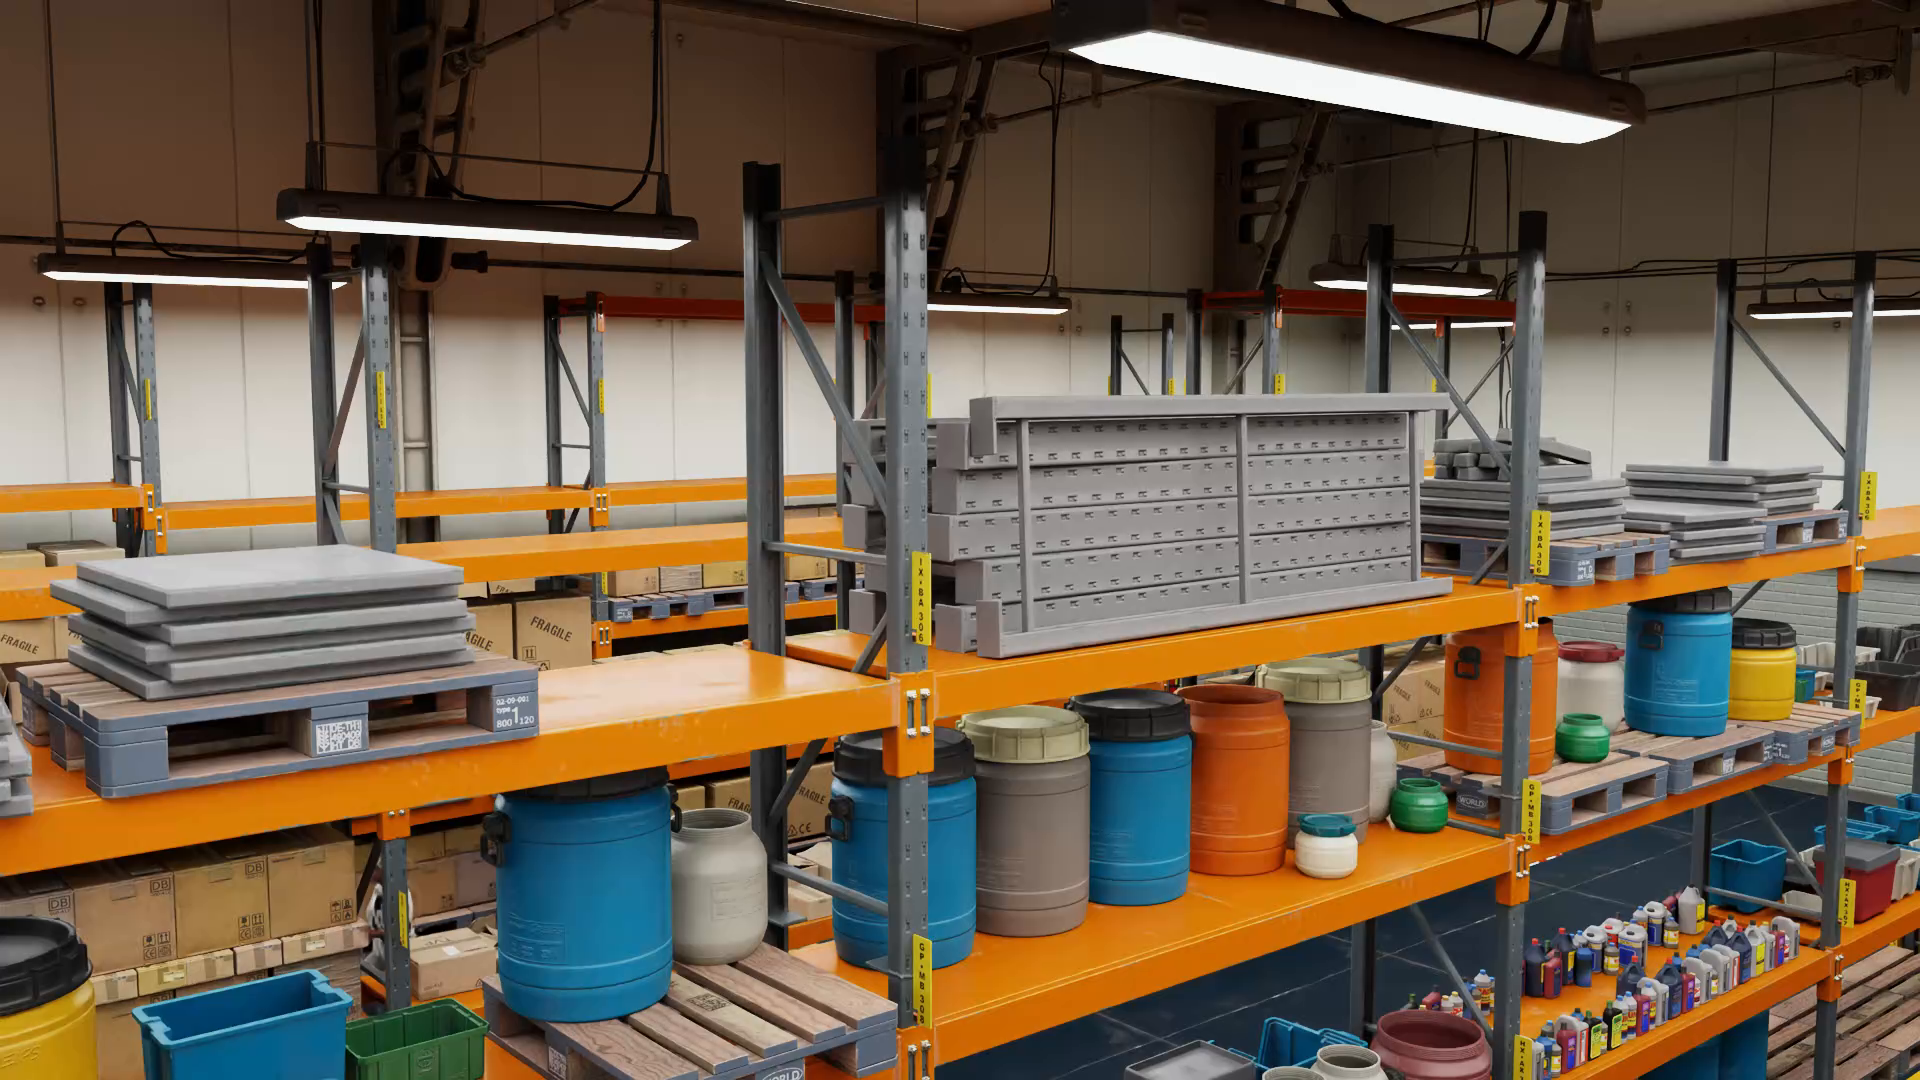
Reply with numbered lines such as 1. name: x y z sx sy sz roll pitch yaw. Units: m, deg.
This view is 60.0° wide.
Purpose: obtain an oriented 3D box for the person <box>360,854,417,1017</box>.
1. person: -4.243 3.133 12.535 0.560 1.713 0.740 5 8 45
